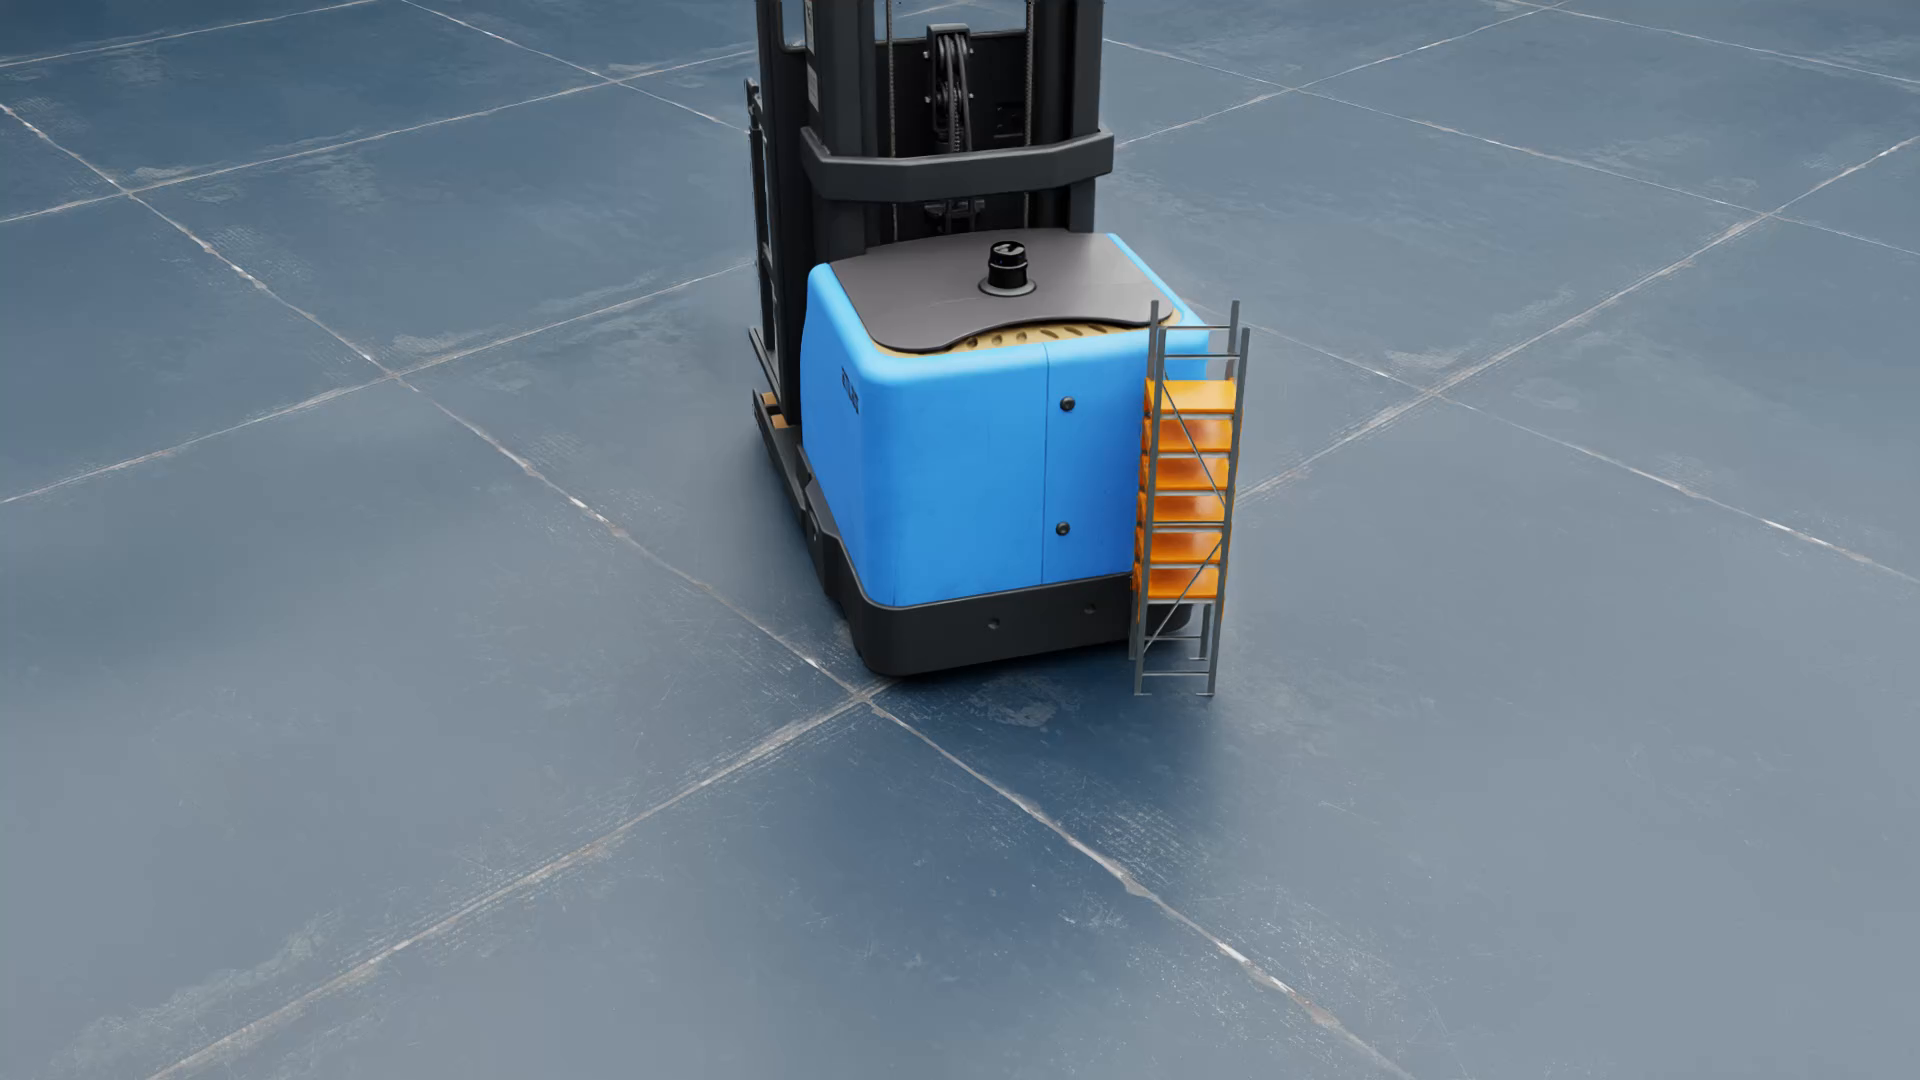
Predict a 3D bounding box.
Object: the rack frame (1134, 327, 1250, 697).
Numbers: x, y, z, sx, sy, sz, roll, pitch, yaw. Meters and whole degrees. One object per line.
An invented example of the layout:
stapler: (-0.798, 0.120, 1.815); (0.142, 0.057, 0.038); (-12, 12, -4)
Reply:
rack frame: (0.641, -0.045, 4.673); (0.240, 1.200, 0.006); (0, 31, 0)

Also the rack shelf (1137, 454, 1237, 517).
rack shelf: (0.641, -0.157, 4.711); (0.258, 0.103, 0.180); (0, 31, 0)

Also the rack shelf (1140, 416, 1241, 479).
rack shelf: (0.641, -0.259, 4.649); (0.258, 0.103, 0.180); (0, 31, 0)

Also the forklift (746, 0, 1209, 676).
forklift: (-0.165, -1.605, 5.565); (1.130, 2.935, 3.031); (-8, 32, -13)

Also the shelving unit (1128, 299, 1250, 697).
shelving unit: (0.641, -0.092, 4.751); (0.258, 1.200, 0.189); (0, 31, 0)

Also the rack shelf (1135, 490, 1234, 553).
rack shelf: (0.641, -0.054, 4.774); (0.258, 0.103, 0.180); (0, 31, 0)

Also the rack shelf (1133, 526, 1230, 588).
rack shelf: (0.641, 0.048, 4.837); (0.258, 0.103, 0.180); (0, 31, 0)

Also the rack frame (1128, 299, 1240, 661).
rack frame: (0.640, -0.140, 4.829); (0.240, 1.200, 0.006); (0, 31, 0)

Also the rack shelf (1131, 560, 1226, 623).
rack shelf: (0.641, 0.150, 4.899); (0.258, 0.103, 0.180); (0, 31, 0)

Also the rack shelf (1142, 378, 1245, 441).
rack shelf: (0.641, -0.361, 4.586); (0.258, 0.103, 0.180); (0, 31, 0)
